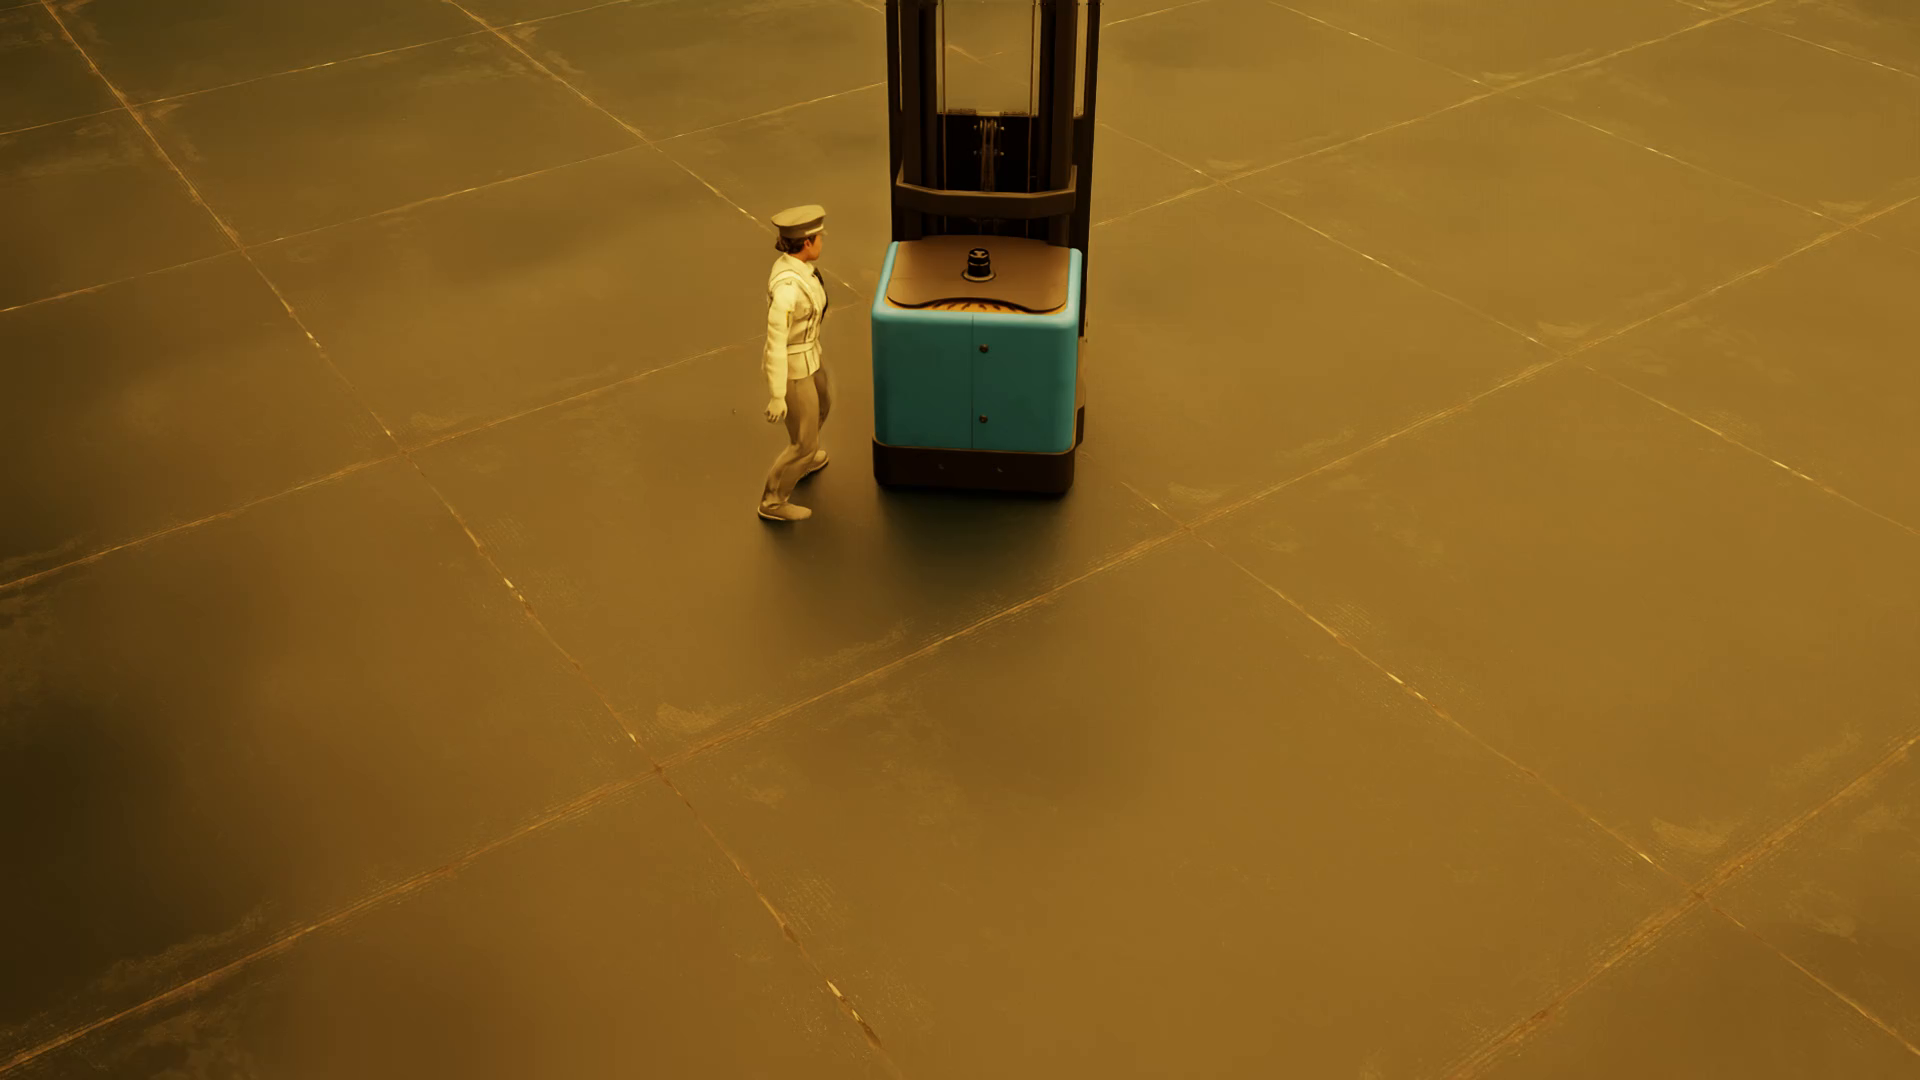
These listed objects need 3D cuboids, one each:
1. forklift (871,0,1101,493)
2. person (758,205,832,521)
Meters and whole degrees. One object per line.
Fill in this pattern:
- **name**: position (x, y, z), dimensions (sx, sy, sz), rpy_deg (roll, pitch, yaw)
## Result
- **forklift**: position (0.190, -2.283, 9.032), dimensions (1.130, 2.935, 3.031), rpy_deg (3, 37, 4)
- **person**: position (-0.832, -0.851, 8.225), dimensions (0.417, 1.642, 0.809), rpy_deg (0, 36, 0)
